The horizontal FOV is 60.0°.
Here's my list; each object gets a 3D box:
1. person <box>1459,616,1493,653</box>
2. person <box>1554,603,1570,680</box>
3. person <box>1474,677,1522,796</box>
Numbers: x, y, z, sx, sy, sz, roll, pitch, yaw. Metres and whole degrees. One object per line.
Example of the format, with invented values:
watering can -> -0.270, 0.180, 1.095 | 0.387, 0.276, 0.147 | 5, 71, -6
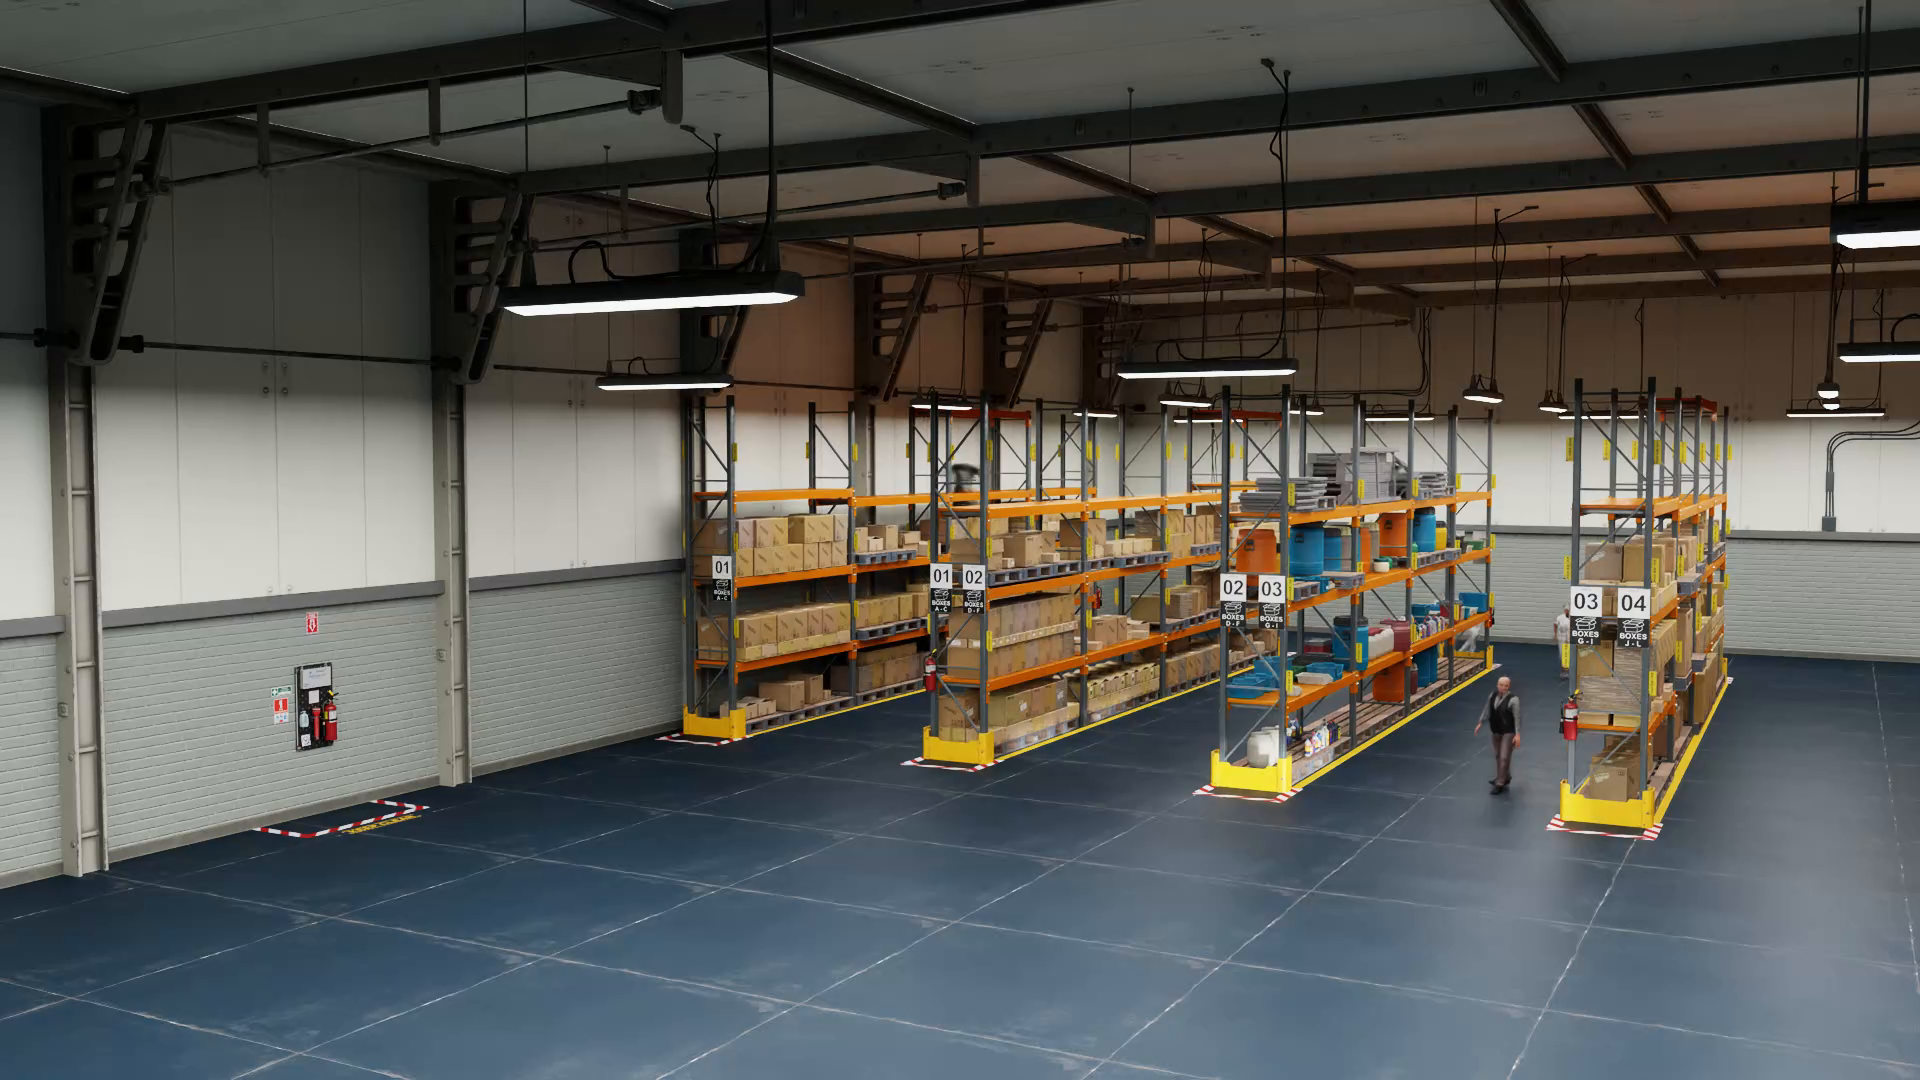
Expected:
person -> 12.630, 2.070, 40.770 | 0.748, 1.577, 0.671 | -1, 3, -10
person -> 13.370, 2.238, 36.662 | 0.538, 1.706, 0.779 | 1, 3, 19
person -> 7.982, 2.860, 24.602 | 0.761, 1.714, 0.696 | -2, 3, -29
